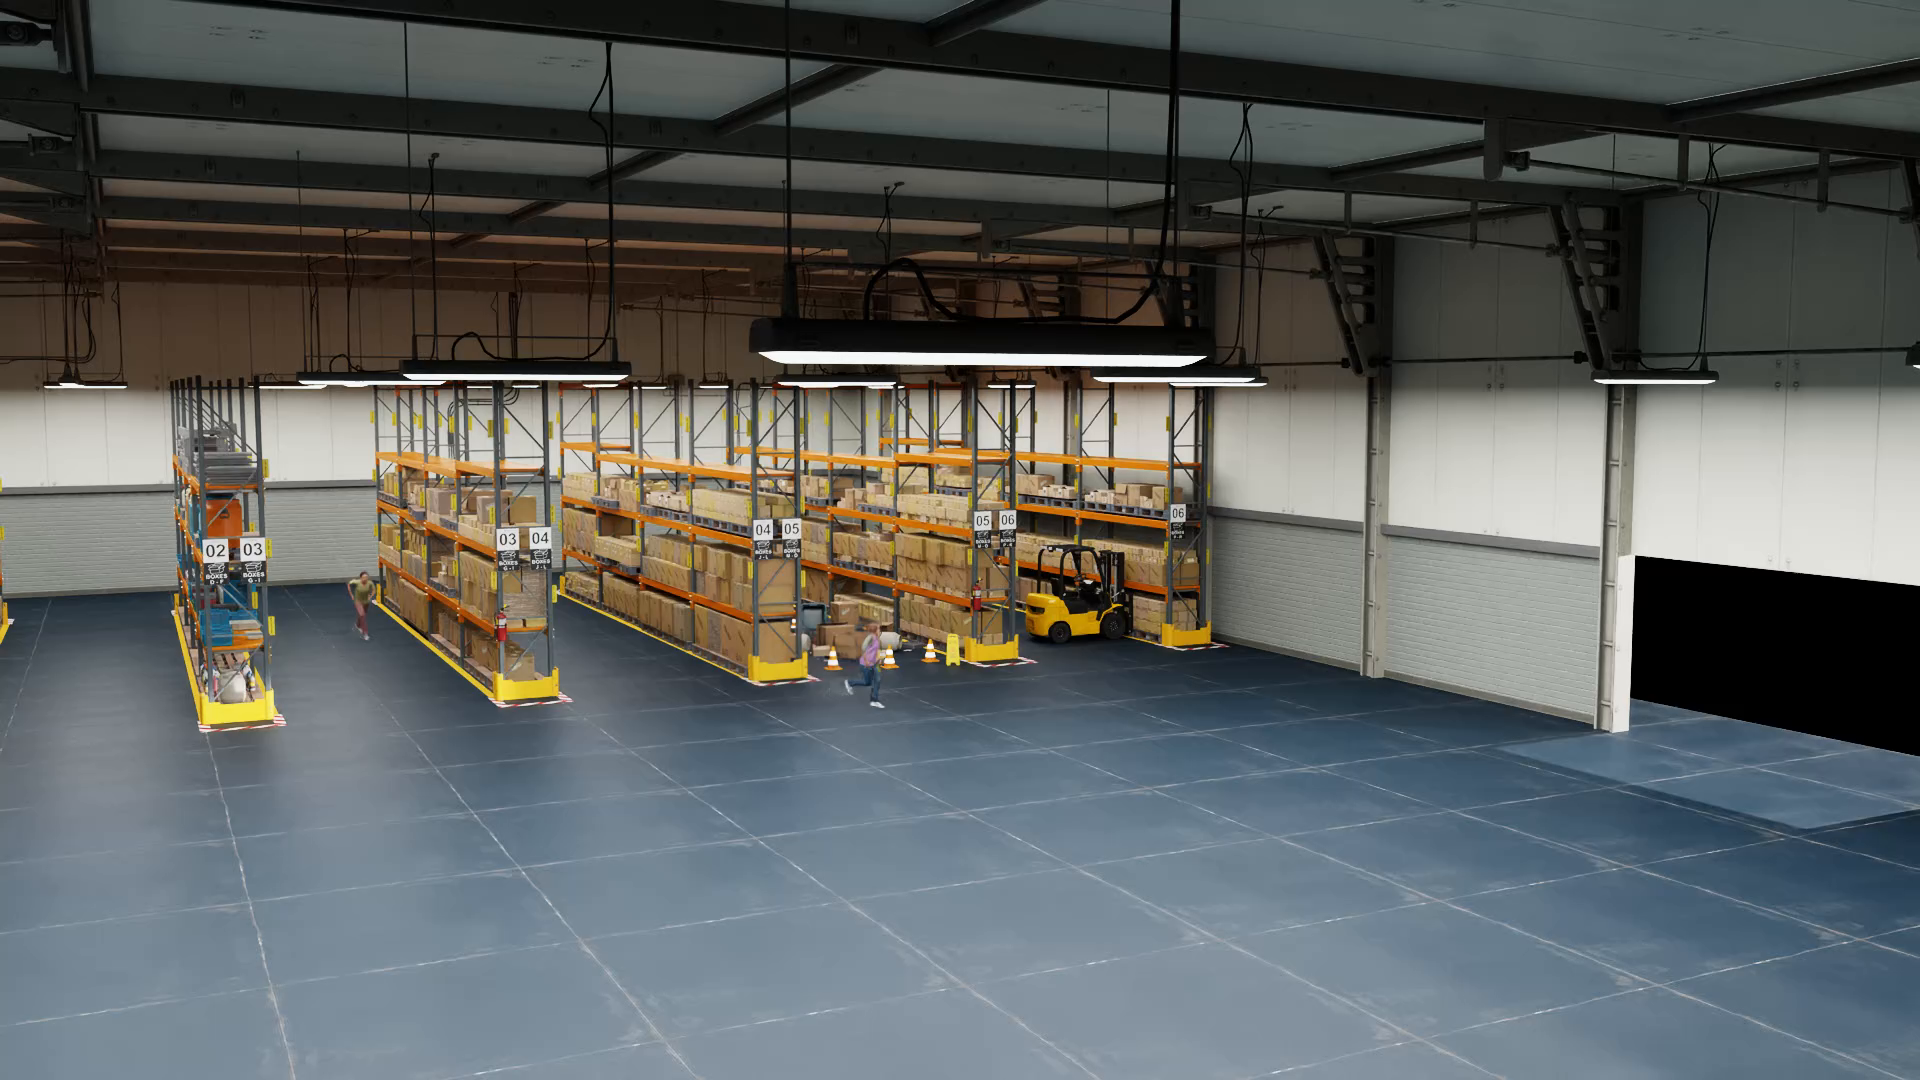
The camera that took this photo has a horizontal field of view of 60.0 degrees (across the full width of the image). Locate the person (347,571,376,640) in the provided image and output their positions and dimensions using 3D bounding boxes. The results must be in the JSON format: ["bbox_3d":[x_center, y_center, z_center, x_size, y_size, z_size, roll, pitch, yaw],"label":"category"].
[{"bbox_3d":[-13.949,1.504,38.745,0.616,1.625,1.003,-3,6,-30],"label":"person"}]

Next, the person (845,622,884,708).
[{"bbox_3d":[-1.731,2.274,30.323,0.768,1.575,0.551,2,5,18],"label":"person"}]
